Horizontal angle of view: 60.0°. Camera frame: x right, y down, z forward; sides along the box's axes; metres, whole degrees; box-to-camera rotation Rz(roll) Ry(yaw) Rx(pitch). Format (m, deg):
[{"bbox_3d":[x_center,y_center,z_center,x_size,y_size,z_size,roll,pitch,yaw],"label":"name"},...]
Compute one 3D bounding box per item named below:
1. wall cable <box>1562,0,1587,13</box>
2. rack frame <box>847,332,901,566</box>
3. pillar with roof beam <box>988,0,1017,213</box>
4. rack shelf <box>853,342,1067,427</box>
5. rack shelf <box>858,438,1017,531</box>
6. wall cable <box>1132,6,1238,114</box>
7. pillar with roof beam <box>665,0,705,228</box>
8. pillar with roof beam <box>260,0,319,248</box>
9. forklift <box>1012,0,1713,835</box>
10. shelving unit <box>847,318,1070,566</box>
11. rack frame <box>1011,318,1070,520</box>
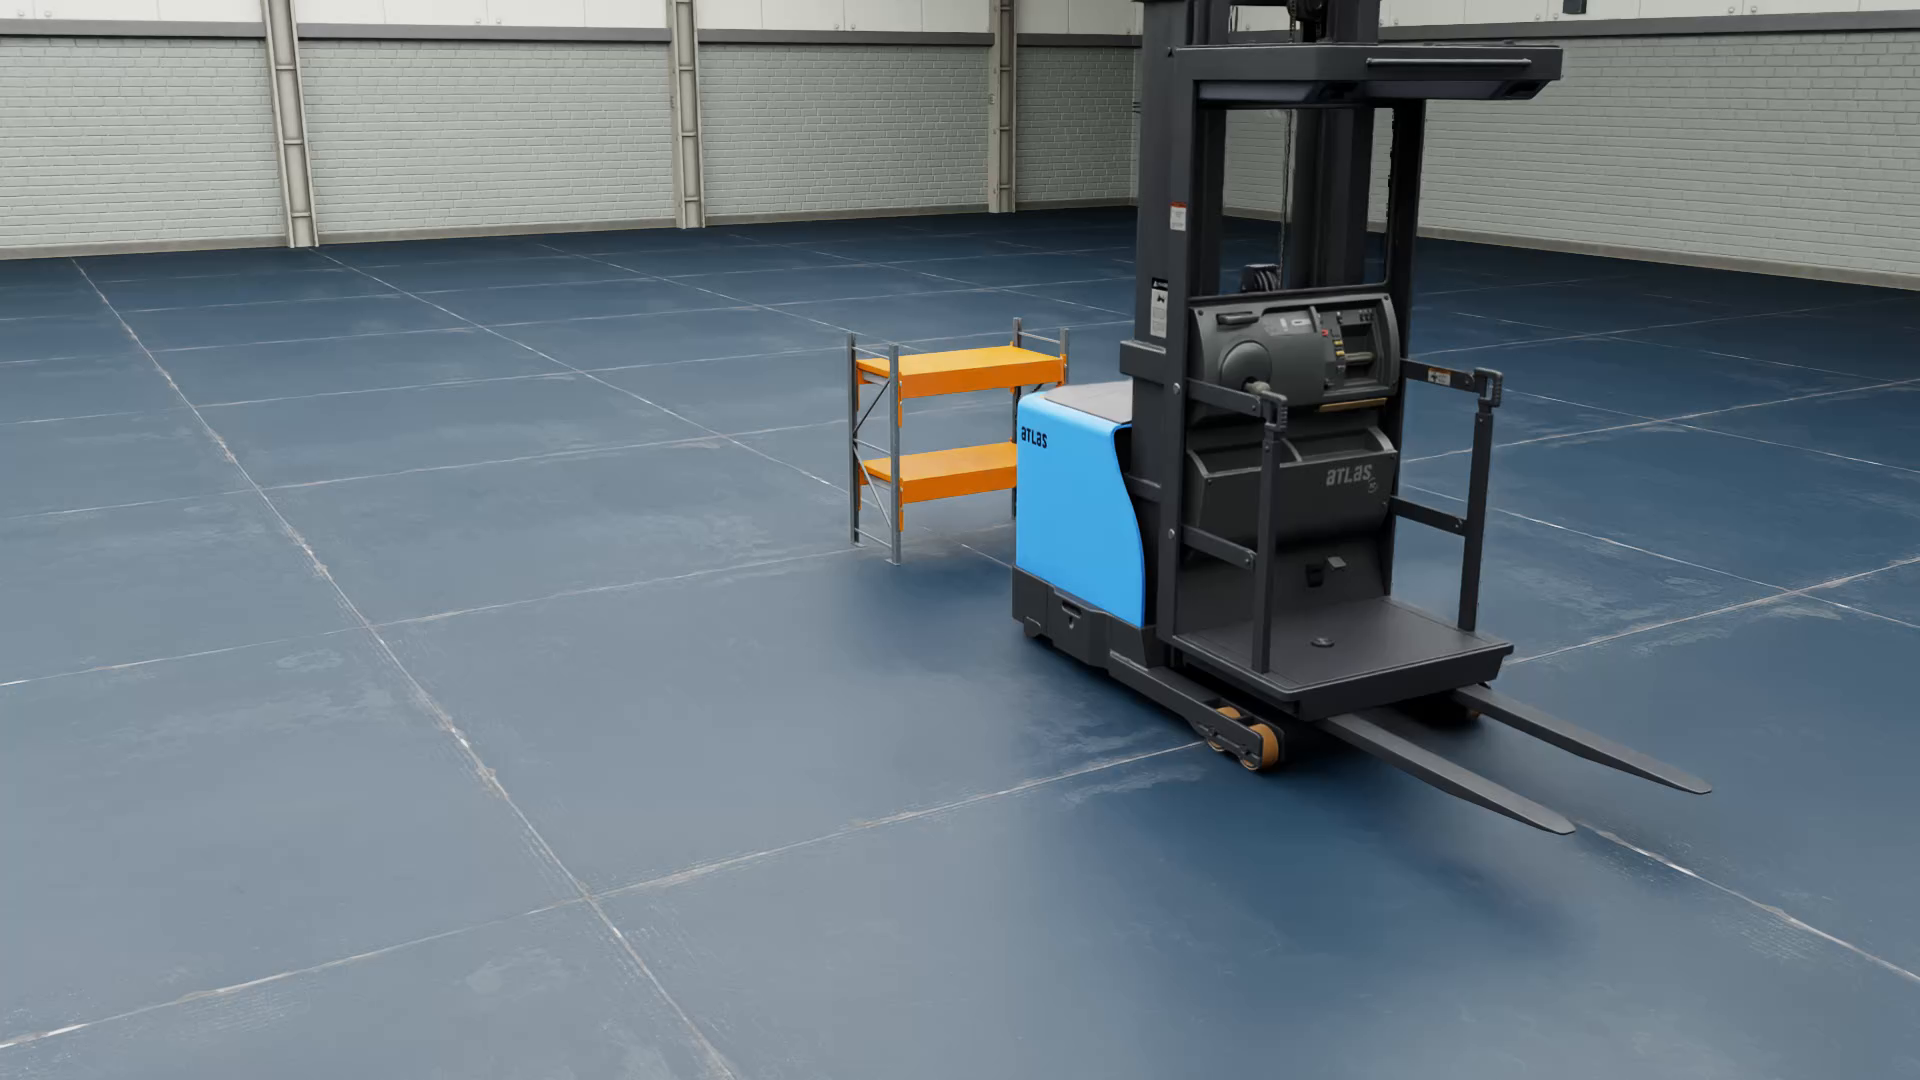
[{"bbox_3d":[8.835,-9.808,20.926,0.169,6.003,2.305,-9,18,-30],"label":"wall cable"},{"bbox_3d":[-0.442,-0.470,8.503,0.032,1.125,0.500,-9,18,-30],"label":"rack frame"},{"bbox_3d":[2.970,-9.269,25.305,0.400,9.000,9.100,-9,18,-30],"label":"pillar with roof beam"},{"bbox_3d":[-0.006,-0.823,8.676,1.000,0.278,0.538,-9,18,-30],"label":"rack shelf"},{"bbox_3d":[-0.006,-0.305,8.821,1.000,0.278,0.538,-9,18,-30],"label":"rack shelf"},{"bbox_3d":[3.959,-8.874,29.647,0.112,2.526,3.097,-9,18,-30],"label":"wall cable"},{"bbox_3d":[-2.173,-8.435,22.330,0.400,9.000,9.100,-9,18,-30],"label":"pillar with roof beam"},{"bbox_3d":[-7.316,-7.601,19.355,0.400,9.000,9.100,-9,18,-30],"label":"pillar with roof beam"},{"bbox_3d":[1.374,-0.723,6.058,1.130,2.935,3.031,-8,18,-27],"label":"forklift"},{"bbox_3d":[-0.006,-0.541,8.755,1.048,1.125,0.538,-9,18,-30],"label":"shelving unit"},{"bbox_3d":[0.430,-0.611,9.007,0.032,1.125,0.500,-9,18,-30],"label":"rack frame"}]
